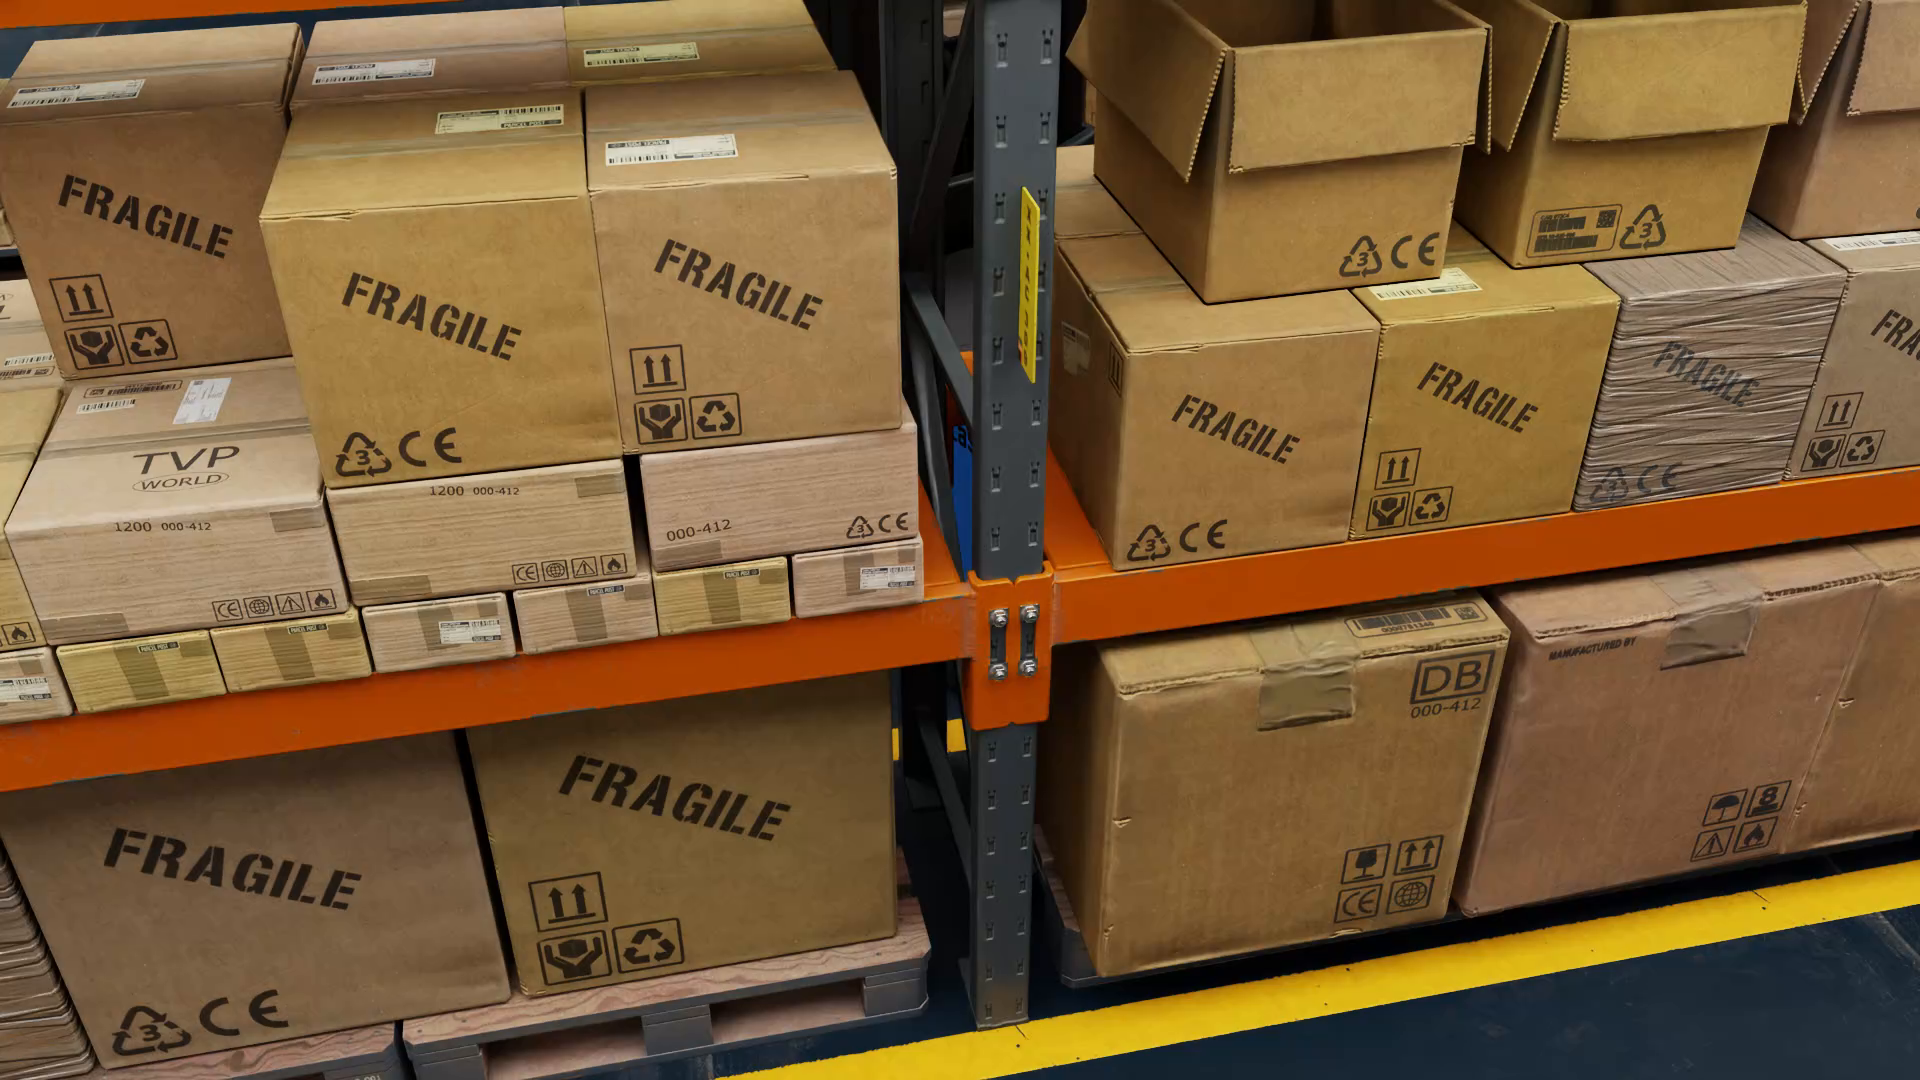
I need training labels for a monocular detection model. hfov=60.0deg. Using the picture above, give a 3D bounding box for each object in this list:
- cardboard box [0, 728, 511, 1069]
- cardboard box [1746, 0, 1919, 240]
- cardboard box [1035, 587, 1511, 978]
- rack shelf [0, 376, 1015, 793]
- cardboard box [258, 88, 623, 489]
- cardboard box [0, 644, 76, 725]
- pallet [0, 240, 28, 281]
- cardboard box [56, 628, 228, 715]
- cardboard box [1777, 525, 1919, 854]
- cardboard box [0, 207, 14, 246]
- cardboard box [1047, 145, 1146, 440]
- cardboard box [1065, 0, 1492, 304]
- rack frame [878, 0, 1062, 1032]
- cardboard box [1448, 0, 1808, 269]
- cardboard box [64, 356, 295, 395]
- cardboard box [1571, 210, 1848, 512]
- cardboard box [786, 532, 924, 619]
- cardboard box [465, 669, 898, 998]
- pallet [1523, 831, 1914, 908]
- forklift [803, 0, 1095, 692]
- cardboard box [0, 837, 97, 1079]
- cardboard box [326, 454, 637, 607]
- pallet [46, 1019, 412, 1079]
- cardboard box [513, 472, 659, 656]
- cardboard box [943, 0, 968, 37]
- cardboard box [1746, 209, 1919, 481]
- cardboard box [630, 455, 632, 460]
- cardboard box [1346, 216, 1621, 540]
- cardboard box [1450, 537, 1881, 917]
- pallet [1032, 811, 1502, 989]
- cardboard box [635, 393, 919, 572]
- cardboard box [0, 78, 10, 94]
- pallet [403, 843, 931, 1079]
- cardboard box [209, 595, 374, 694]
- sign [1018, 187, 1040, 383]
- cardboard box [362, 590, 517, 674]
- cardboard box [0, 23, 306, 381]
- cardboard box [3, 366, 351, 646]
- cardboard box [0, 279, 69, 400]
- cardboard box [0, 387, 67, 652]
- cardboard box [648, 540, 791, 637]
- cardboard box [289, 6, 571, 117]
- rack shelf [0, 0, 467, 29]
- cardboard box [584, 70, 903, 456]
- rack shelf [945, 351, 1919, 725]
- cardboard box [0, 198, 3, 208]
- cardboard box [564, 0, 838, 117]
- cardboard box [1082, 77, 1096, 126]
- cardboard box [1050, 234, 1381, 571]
[{"bbox_3d":[-1.545,0.512,3.825,0.875,0.875,0.875,-7,35,-11],"label":"cardboard box"},{"bbox_3d":[1.890,-1.048,3.630,0.637,0.503,0.797,-6,34,-9],"label":"cardboard box"},{"bbox_3d":[0.614,0.274,4.179,0.875,0.875,1.225,-7,35,-10],"label":"cardboard box"},{"bbox_3d":[-1.957,0.201,3.405,4.000,0.370,1.077,-7,35,-11],"label":"rack shelf"},{"bbox_3d":[-0.885,-0.455,2.931,0.500,0.500,0.500,-7,34,-10],"label":"cardboard box"},{"bbox_3d":[-1.733,0.165,3.038,0.250,0.149,0.380,-7,34,-10],"label":"cardboard box"},{"bbox_3d":[-4.029,-1.492,7.785,1.213,0.211,1.003,-7,35,-11],"label":"pallet"},{"bbox_3d":[-1.485,0.134,3.084,0.250,0.149,0.380,-8,35,-11],"label":"cardboard box"},{"bbox_3d":[2.347,0.051,4.512,0.875,0.875,1.225,-7,35,-10],"label":"cardboard box"},{"bbox_3d":[-4.322,-1.441,7.388,0.250,0.149,0.380,-7,34,-10],"label":"cardboard box"},{"bbox_3d":[0.390,-0.591,3.850,0.500,0.500,0.500,-7,35,-10],"label":"cardboard box"},{"bbox_3d":[0.615,-0.885,3.387,0.637,0.503,0.797,-8,35,-12],"label":"cardboard box"},{"bbox_3d":[-0.006,-0.344,3.571,0.127,3.000,1.000,-7,35,-11],"label":"rack frame"},{"bbox_3d":[1.287,-0.963,3.503,0.637,0.503,0.797,-7,34,-10],"label":"cardboard box"},{"bbox_3d":[-1.512,-0.365,3.469,0.500,0.250,0.500,-6,34,-9],"label":"cardboard box"},{"bbox_3d":[1.476,-0.430,3.609,0.500,0.500,0.500,-8,35,-12],"label":"cardboard box"},{"bbox_3d":[-0.231,-0.024,3.319,0.250,0.149,0.380,-7,34,-10],"label":"cardboard box"},{"bbox_3d":[-0.667,0.402,3.990,0.875,0.875,0.875,-7,35,-11],"label":"cardboard box"},{"bbox_3d":[1.922,0.526,4.776,1.213,0.211,1.003,-7,35,-11],"label":"pallet"},{"bbox_3d":[-0.373,-1.497,5.350,1.130,2.935,3.031,-22,40,-30],"label":"forklift"},{"bbox_3d":[-2.413,0.622,3.662,0.875,0.875,0.875,-7,35,-11],"label":"cardboard box"},{"bbox_3d":[-0.883,-0.143,3.139,0.500,0.250,0.500,-6,34,-9],"label":"cardboard box"},{"bbox_3d":[-1.957,1.017,4.045,1.213,0.211,1.003,-7,35,-11],"label":"pallet"},{"bbox_3d":[-0.733,0.039,3.225,0.250,0.149,0.380,-8,35,-11],"label":"cardboard box"},{"bbox_3d":[-0.223,-2.447,7.898,0.500,0.250,0.500,-9,35,-13],"label":"cardboard box"},{"bbox_3d":[1.979,-0.496,3.708,0.500,0.500,0.500,-7,34,-10],"label":"cardboard box"},{"bbox_3d":[-0.881,-0.319,3.759,0.250,0.149,0.380,-6,34,-9],"label":"cardboard box"},{"bbox_3d":[0.988,-0.368,3.517,0.500,0.500,0.500,-7,35,-10],"label":"cardboard box"},{"bbox_3d":[1.485,0.164,4.343,0.875,0.875,1.225,-8,35,-12],"label":"cardboard box"},{"bbox_3d":[0.730,0.678,4.550,1.213,0.211,1.003,-7,35,-11],"label":"pallet"},{"bbox_3d":[-0.379,-0.208,3.236,0.500,0.250,0.500,-8,35,-11],"label":"cardboard box"},{"bbox_3d":[-4.443,-2.001,7.687,0.250,0.149,0.380,-7,34,-10],"label":"cardboard box"},{"bbox_3d":[-0.765,0.865,4.272,1.213,0.211,1.003,-7,35,-11],"label":"pallet"},{"bbox_3d":[-1.235,0.103,3.131,0.250,0.149,0.380,-7,34,-10],"label":"cardboard box"},{"bbox_3d":[0.118,-0.435,2.858,0.005,0.325,0.100,-7,35,-11],"label":"sign"},{"bbox_3d":[-0.984,0.071,3.178,0.250,0.149,0.380,-7,34,-10],"label":"cardboard box"},{"bbox_3d":[-1.518,-0.674,3.257,0.500,0.500,0.500,-8,35,-12],"label":"cardboard box"},{"bbox_3d":[-1.381,-0.080,3.046,0.500,0.250,0.500,-7,34,-10],"label":"cardboard box"},{"bbox_3d":[-1.995,-0.308,3.385,0.500,0.250,0.500,-7,35,-10],"label":"cardboard box"},{"bbox_3d":[-1.876,-0.020,2.956,0.500,0.250,0.500,-8,35,-11],"label":"cardboard box"},{"bbox_3d":[-0.483,0.008,3.272,0.250,0.149,0.380,-7,34,-10],"label":"cardboard box"},{"bbox_3d":[-1.012,-0.740,3.356,0.500,0.500,0.500,-7,35,-11],"label":"cardboard box"},{"bbox_3d":[-2.952,-2.508,7.440,4.000,0.370,1.077,-7,35,-11],"label":"rack shelf"},{"bbox_3d":[-0.395,-0.515,3.020,0.500,0.500,0.500,-6,34,-9],"label":"cardboard box"},{"bbox_3d":[1.945,-0.291,4.137,4.000,0.370,1.077,-7,35,-11],"label":"rack shelf"},{"bbox_3d":[-4.335,-1.599,7.356,0.250,0.149,0.380,-6,34,-9],"label":"cardboard box"},{"bbox_3d":[-0.530,-0.797,3.440,0.500,0.500,0.500,-7,35,-11],"label":"cardboard box"},{"bbox_3d":[0.801,-2.273,8.311,0.500,0.500,0.500,-7,34,-10],"label":"cardboard box"},{"bbox_3d":[0.498,-0.306,3.425,0.500,0.500,0.500,-7,35,-10],"label":"cardboard box"}]
